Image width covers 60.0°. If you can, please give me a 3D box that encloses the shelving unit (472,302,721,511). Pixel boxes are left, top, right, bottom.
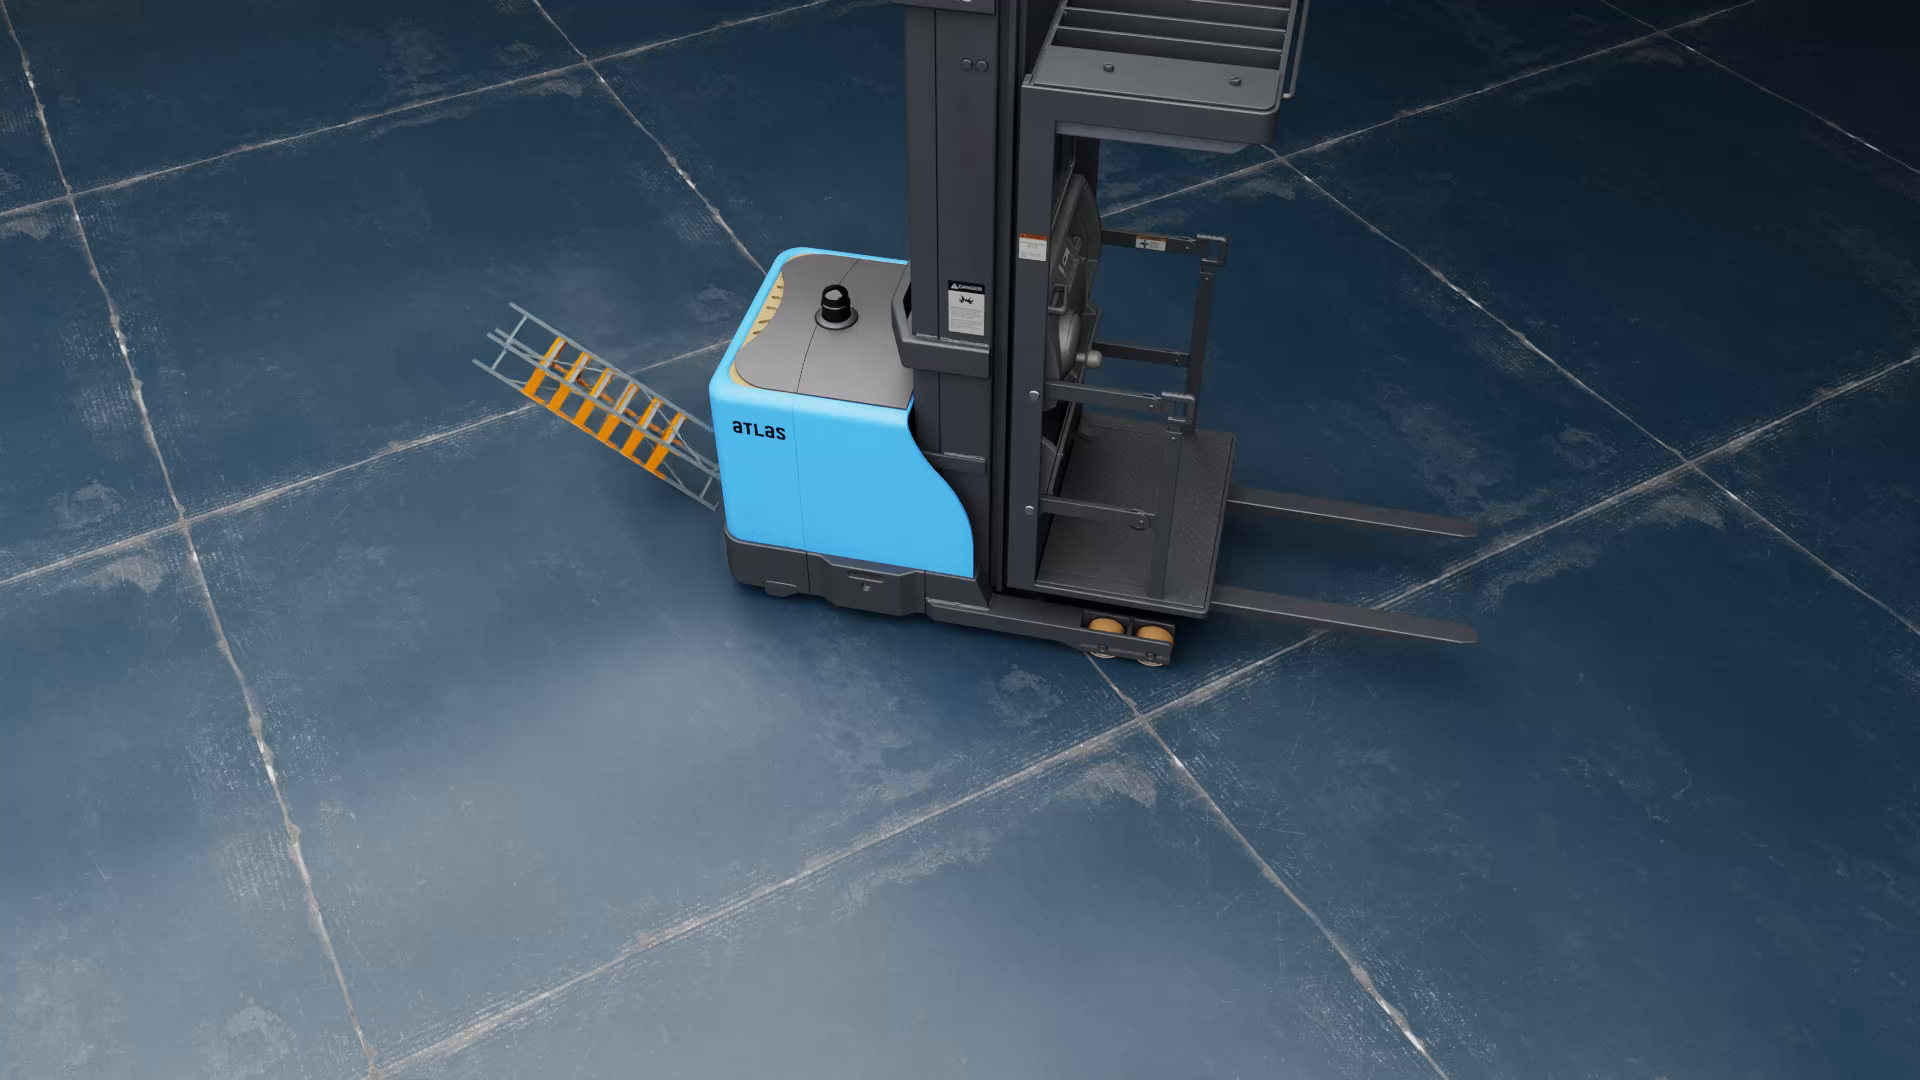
[{"bbox_3d":[-1.491,-0.569,7.182,1.200,0.189,0.258,32,44,-13],"label":"shelving unit"}]

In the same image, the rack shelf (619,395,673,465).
[{"bbox_3d":[-1.356,-0.483,7.220,0.103,0.180,0.258,32,44,-13],"label":"rack shelf"}]

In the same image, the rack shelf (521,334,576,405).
[{"bbox_3d":[-1.750,-0.733,7.108,0.103,0.180,0.258,32,44,-13],"label":"rack shelf"}]

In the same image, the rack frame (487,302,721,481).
[{"bbox_3d":[-1.444,-0.616,7.120,1.200,0.006,0.240,32,44,-13],"label":"rack frame"}]

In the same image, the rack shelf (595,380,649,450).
[{"bbox_3d":[-1.455,-0.545,7.192,0.103,0.180,0.258,32,44,-13],"label":"rack shelf"}]

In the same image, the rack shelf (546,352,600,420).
[{"bbox_3d":[-1.652,-0.671,7.136,0.103,0.180,0.258,32,44,-13],"label":"rack shelf"}]

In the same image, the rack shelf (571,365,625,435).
[{"bbox_3d":[-1.553,-0.608,7.164,0.103,0.180,0.258,32,44,-13],"label":"rack shelf"}]

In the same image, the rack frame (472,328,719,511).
[{"bbox_3d":[-1.539,-0.521,7.244,1.200,0.006,0.240,32,44,-13],"label":"rack frame"}]

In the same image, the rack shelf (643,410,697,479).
[{"bbox_3d":[-1.258,-0.420,7.248,0.103,0.180,0.258,32,44,-13],"label":"rack shelf"}]

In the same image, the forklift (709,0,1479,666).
[{"bbox_3d":[0.607,-0.955,6.059,3.031,2.935,1.130,9,45,9],"label":"forklift"}]
